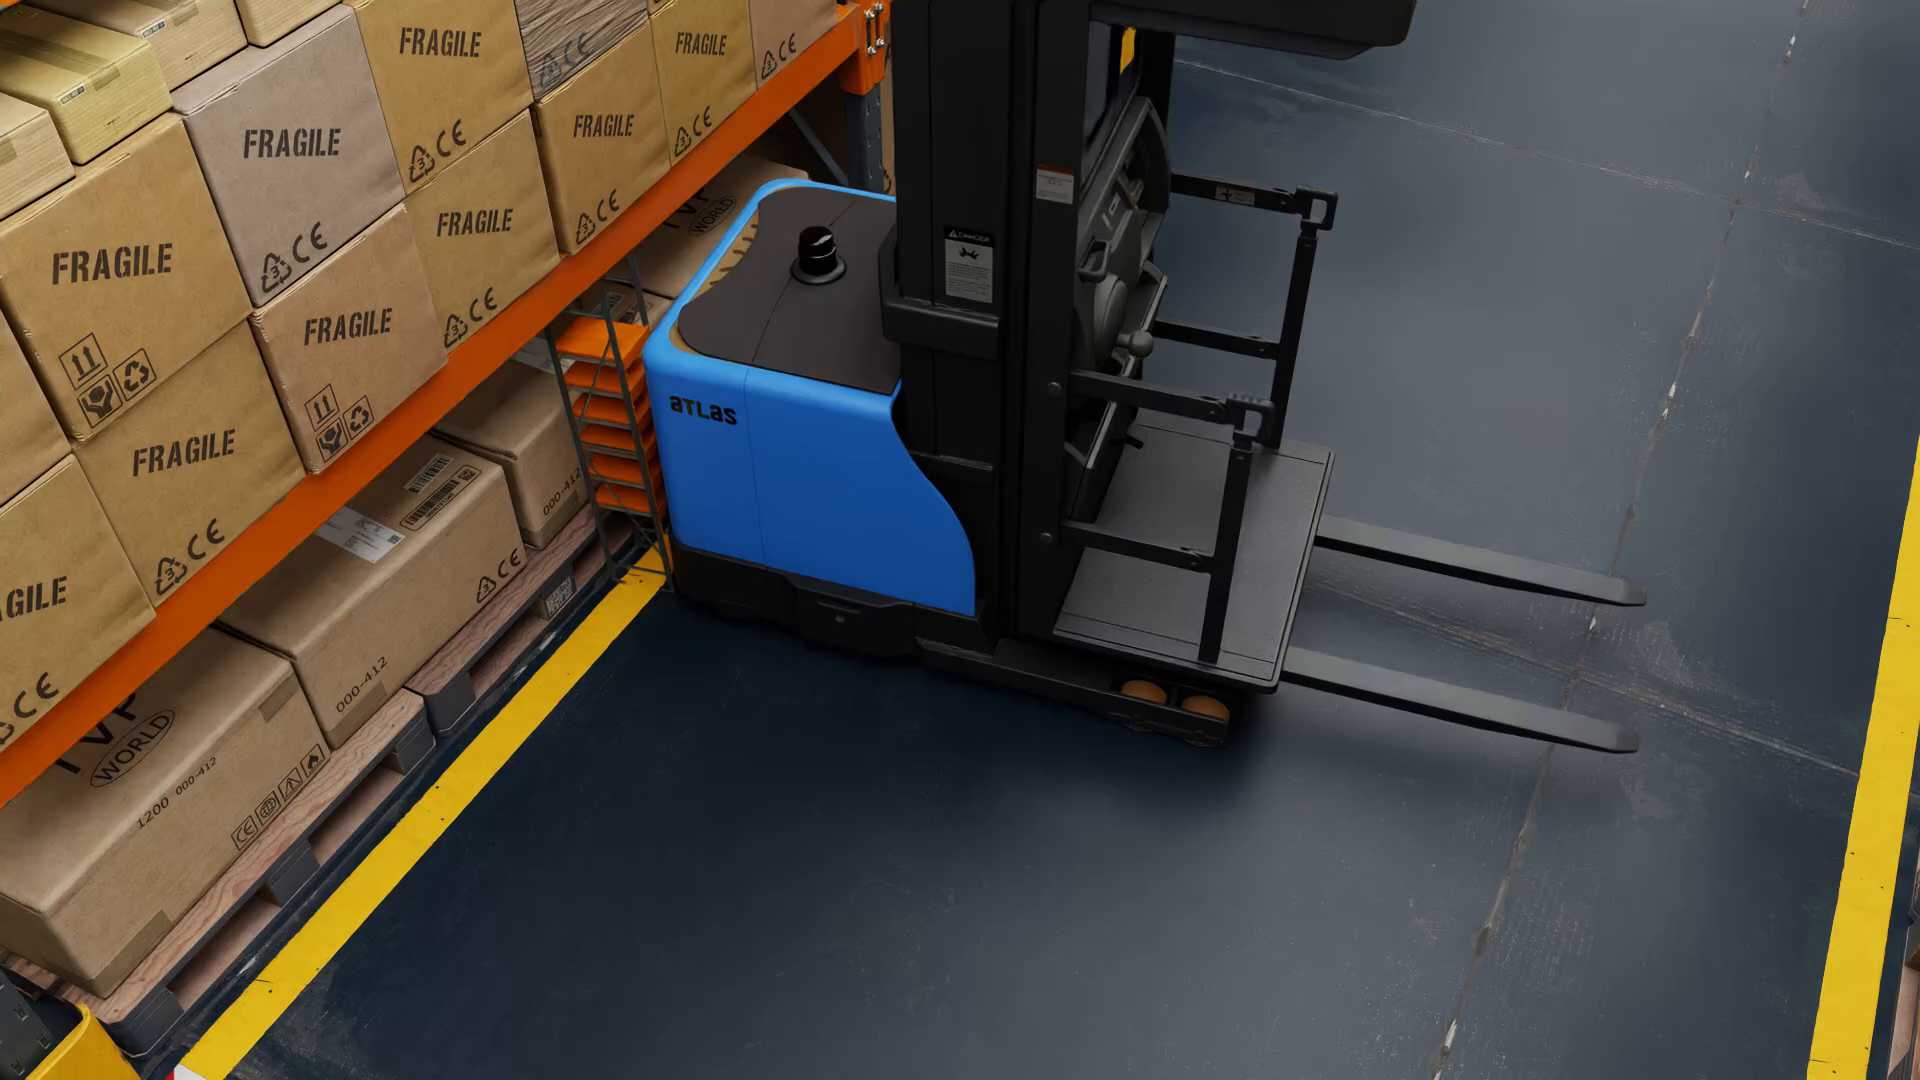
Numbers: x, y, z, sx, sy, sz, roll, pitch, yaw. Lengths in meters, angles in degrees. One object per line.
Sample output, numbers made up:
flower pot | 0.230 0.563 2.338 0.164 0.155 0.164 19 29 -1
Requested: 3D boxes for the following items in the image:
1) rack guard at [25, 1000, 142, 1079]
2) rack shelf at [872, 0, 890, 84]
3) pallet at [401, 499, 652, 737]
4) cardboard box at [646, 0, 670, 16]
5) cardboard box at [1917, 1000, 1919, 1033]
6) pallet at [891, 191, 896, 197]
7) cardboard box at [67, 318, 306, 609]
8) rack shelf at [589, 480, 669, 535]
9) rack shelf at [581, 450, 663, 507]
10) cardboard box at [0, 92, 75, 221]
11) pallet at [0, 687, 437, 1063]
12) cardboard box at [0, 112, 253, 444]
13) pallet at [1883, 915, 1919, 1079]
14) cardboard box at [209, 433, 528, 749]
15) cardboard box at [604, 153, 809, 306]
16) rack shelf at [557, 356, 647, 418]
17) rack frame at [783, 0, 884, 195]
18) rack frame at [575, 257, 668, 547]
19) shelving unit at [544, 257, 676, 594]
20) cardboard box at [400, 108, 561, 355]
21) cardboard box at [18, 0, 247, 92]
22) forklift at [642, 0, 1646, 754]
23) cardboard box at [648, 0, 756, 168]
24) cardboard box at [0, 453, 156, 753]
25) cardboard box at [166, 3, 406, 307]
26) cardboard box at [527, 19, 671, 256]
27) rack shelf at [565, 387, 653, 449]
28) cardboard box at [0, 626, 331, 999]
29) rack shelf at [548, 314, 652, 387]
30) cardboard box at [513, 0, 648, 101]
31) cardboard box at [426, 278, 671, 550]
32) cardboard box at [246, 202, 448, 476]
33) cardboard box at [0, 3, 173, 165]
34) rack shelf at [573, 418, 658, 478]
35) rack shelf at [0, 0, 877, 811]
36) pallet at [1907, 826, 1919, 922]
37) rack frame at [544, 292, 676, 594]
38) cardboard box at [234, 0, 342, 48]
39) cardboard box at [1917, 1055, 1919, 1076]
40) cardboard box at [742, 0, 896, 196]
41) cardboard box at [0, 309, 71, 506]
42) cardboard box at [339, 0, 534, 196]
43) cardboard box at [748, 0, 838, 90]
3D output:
rack guard | -2.630 1.212 4.200 1.175 0.500 0.348 20 49 19
rack shelf | 0.167 -3.209 7.318 1.077 0.370 4.000 20 49 19
pallet | -1.749 0.003 5.598 1.003 0.211 1.213 20 49 19
cardboard box | -0.979 -1.883 4.728 0.500 0.500 0.500 20 49 18
cardboard box | 2.650 1.178 4.186 0.380 0.149 0.250 19 48 18
pallet | -0.470 -1.732 7.314 1.003 0.211 1.213 20 49 19
cardboard box | -1.931 -0.252 3.820 0.500 0.500 0.500 20 49 19
rack shelf | -1.050 -0.135 5.435 0.258 0.103 0.180 11 45 16
rack shelf | -1.056 -0.224 5.354 0.258 0.103 0.180 11 45 16
cardboard box | -1.928 -0.743 3.146 0.380 0.149 0.250 22 49 20
pallet | -2.317 0.769 4.842 1.003 0.211 1.213 20 49 19
cardboard box | -1.910 -0.604 3.465 0.500 0.500 0.500 19 48 18
pallet | 2.824 1.556 4.064 1.003 0.211 1.213 20 49 19
cardboard box | -1.983 0.043 5.104 0.875 0.438 0.875 22 49 20
cardboard box | -1.148 -1.088 6.223 0.875 0.438 0.875 20 49 19
rack shelf | -1.075 -0.488 5.111 0.258 0.103 0.180 11 45 16
rack frame | -0.762 -2.201 5.817 1.000 3.000 0.127 20 49 19
rack frame | -1.036 -0.404 5.306 0.240 1.200 0.006 11 45 16
shelving unit | -1.065 -0.345 5.243 0.258 1.200 0.189 11 45 16
cardboard box | -1.461 -0.888 4.448 0.500 0.500 0.500 22 49 20
cardboard box | -1.746 -1.098 3.496 0.380 0.149 0.250 21 49 19
forklift | 0.634 -0.821 4.500 3.031 2.935 1.130 13 47 13
cardboard box | -0.984 -1.534 5.087 0.500 0.500 0.500 19 48 18
cardboard box | -2.141 0.076 3.496 0.500 0.500 0.500 20 49 19
cardboard box | -1.678 -0.931 3.788 0.500 0.500 0.500 20 49 19
cardboard box | -1.205 -1.213 4.769 0.500 0.500 0.500 20 49 18
rack shelf | -1.069 -0.400 5.192 0.258 0.103 0.180 11 45 16
cardboard box | -2.401 0.623 4.532 0.875 0.438 0.875 19 48 18
rack shelf | -1.081 -0.577 5.030 0.258 0.103 0.180 11 45 16
cardboard box | -1.207 -1.559 4.408 0.500 0.500 0.500 21 49 20
cardboard box | -1.563 -0.524 5.665 0.875 0.438 0.875 19 48 18
cardboard box | -1.679 -0.567 4.131 0.500 0.500 0.500 20 49 19
cardboard box | -1.821 -0.915 3.316 0.380 0.149 0.250 19 48 18
rack shelf | -1.063 -0.312 5.273 0.258 0.103 0.180 11 45 16
rack shelf | -1.690 -0.689 4.827 1.077 0.370 4.000 20 49 19
pallet | 3.389 0.784 4.827 1.003 0.211 1.213 20 49 19
rack frame | -1.094 -0.285 5.180 0.240 1.200 0.006 11 45 16
cardboard box | -1.593 -1.241 3.638 0.380 0.149 0.250 21 49 19
cardboard box | 2.512 1.216 3.939 0.380 0.149 0.250 21 49 19
cardboard box | -0.545 -2.019 6.835 0.875 0.875 0.875 22 49 20
cardboard box | -2.143 -0.277 3.141 0.500 0.500 0.500 19 48 18
cardboard box | -1.447 -1.246 4.099 0.500 0.500 0.500 21 49 19
cardboard box | -0.750 -1.860 5.409 0.500 0.500 0.500 21 49 19
